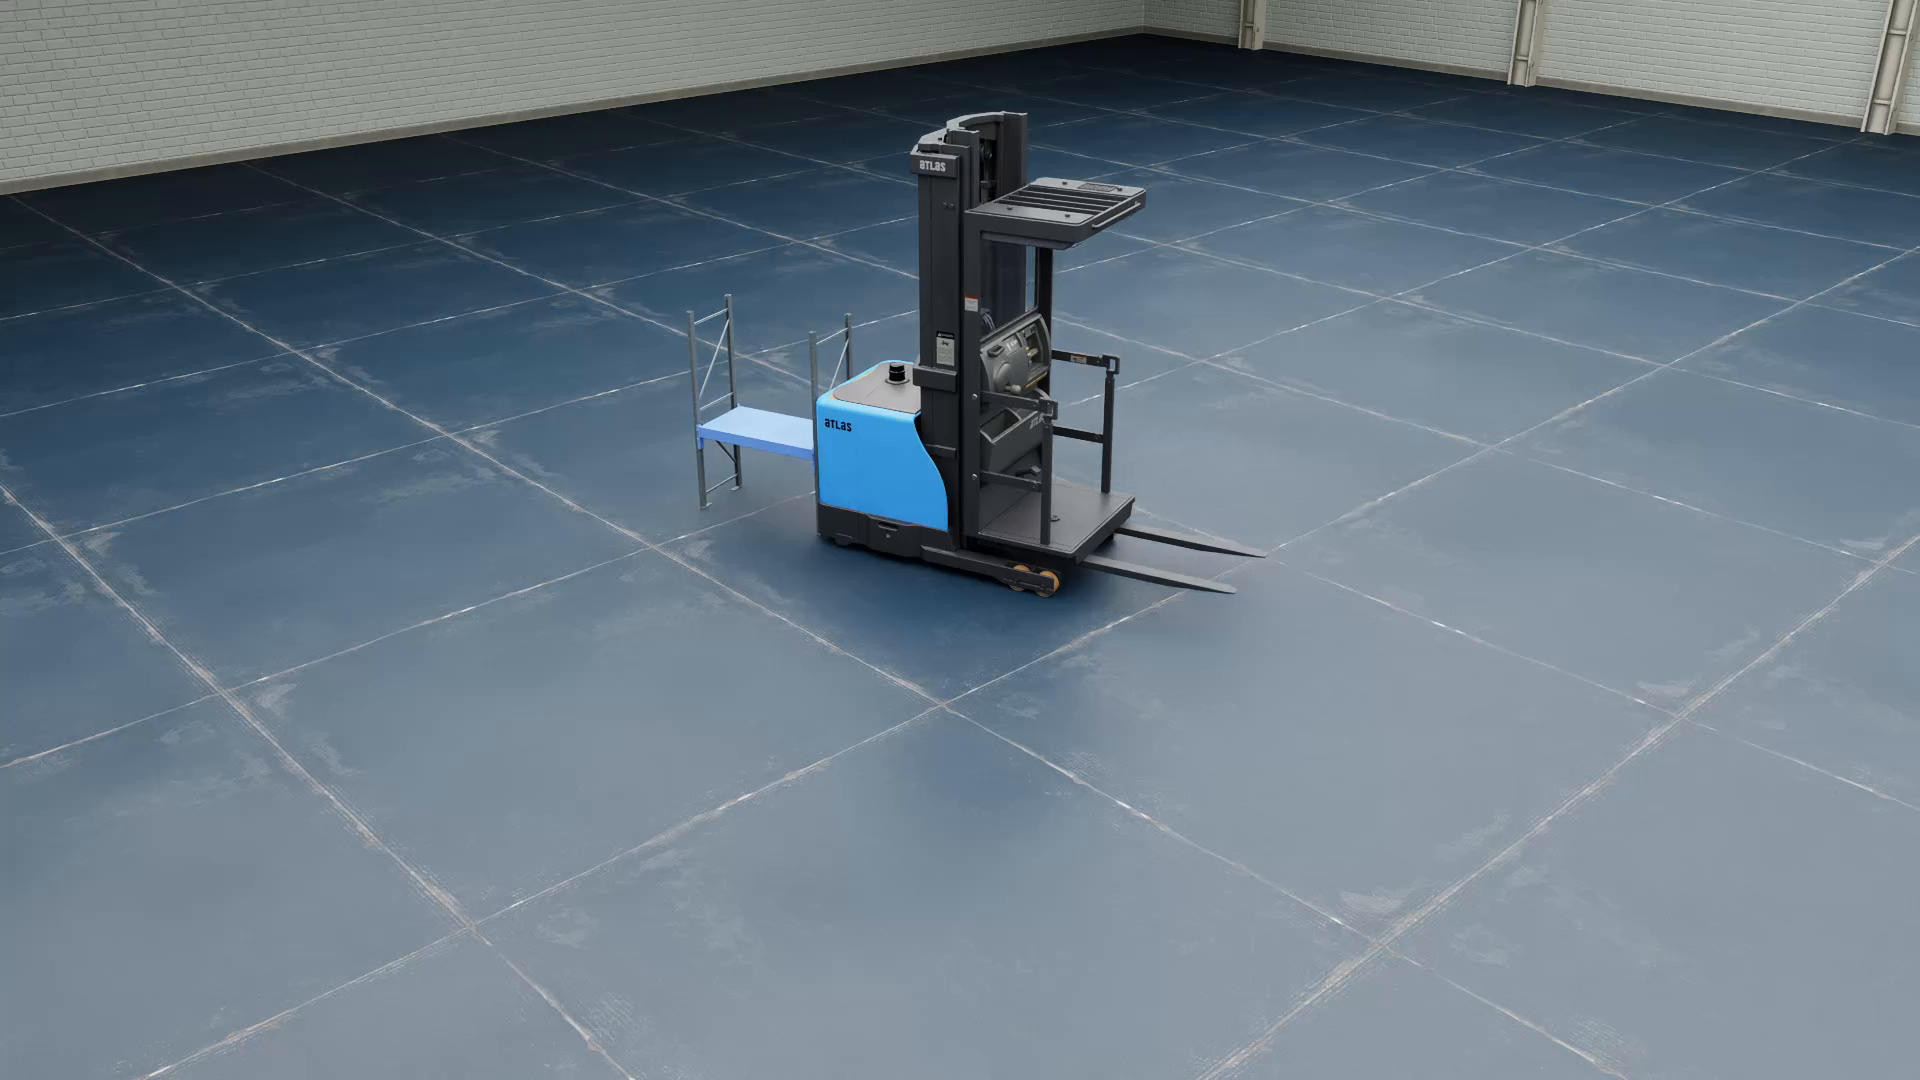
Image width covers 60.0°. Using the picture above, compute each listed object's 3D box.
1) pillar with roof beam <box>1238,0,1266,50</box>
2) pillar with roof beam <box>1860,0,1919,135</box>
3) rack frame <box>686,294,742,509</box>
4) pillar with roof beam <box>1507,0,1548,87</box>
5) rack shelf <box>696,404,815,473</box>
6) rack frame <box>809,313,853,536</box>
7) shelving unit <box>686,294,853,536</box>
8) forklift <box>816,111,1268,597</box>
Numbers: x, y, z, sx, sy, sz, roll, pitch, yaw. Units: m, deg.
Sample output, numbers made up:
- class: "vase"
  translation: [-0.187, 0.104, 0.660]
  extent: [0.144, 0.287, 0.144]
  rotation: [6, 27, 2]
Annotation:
- class: "pillar with roof beam"
  translation: [2.693, -12.753, 28.862]
  extent: [9.100, 9.000, 0.400]
  rotation: [-21, 32, -38]
- class: "pillar with roof beam"
  translation: [10.895, -9.117, 20.893]
  extent: [9.100, 9.000, 0.400]
  rotation: [-21, 32, -38]
- class: "rack frame"
  translation: [-1.785, -1.003, 12.141]
  extent: [0.032, 1.500, 0.500]
  rotation: [12, 27, 25]
- class: "pillar with roof beam"
  translation: [6.794, -10.935, 24.877]
  extent: [9.100, 9.000, 0.400]
  rotation: [-21, 32, -38]
- class: "rack shelf"
  translation: [-1.337, -0.740, 11.999]
  extent: [1.000, 0.185, 0.538]
  rotation: [12, 27, 25]
- class: "rack frame"
  translation: [-0.888, -0.805, 11.707]
  extent: [0.032, 1.500, 0.500]
  rotation: [12, 27, 25]
- class: "shelving unit"
  translation: [-1.337, -0.904, 11.924]
  extent: [1.048, 1.500, 0.538]
  rotation: [12, 27, 25]
- class: "forklift"
  translation: [0.551, -1.212, 10.875]
  extent: [3.031, 2.935, 1.130]
  rotation: [12, 27, 25]
